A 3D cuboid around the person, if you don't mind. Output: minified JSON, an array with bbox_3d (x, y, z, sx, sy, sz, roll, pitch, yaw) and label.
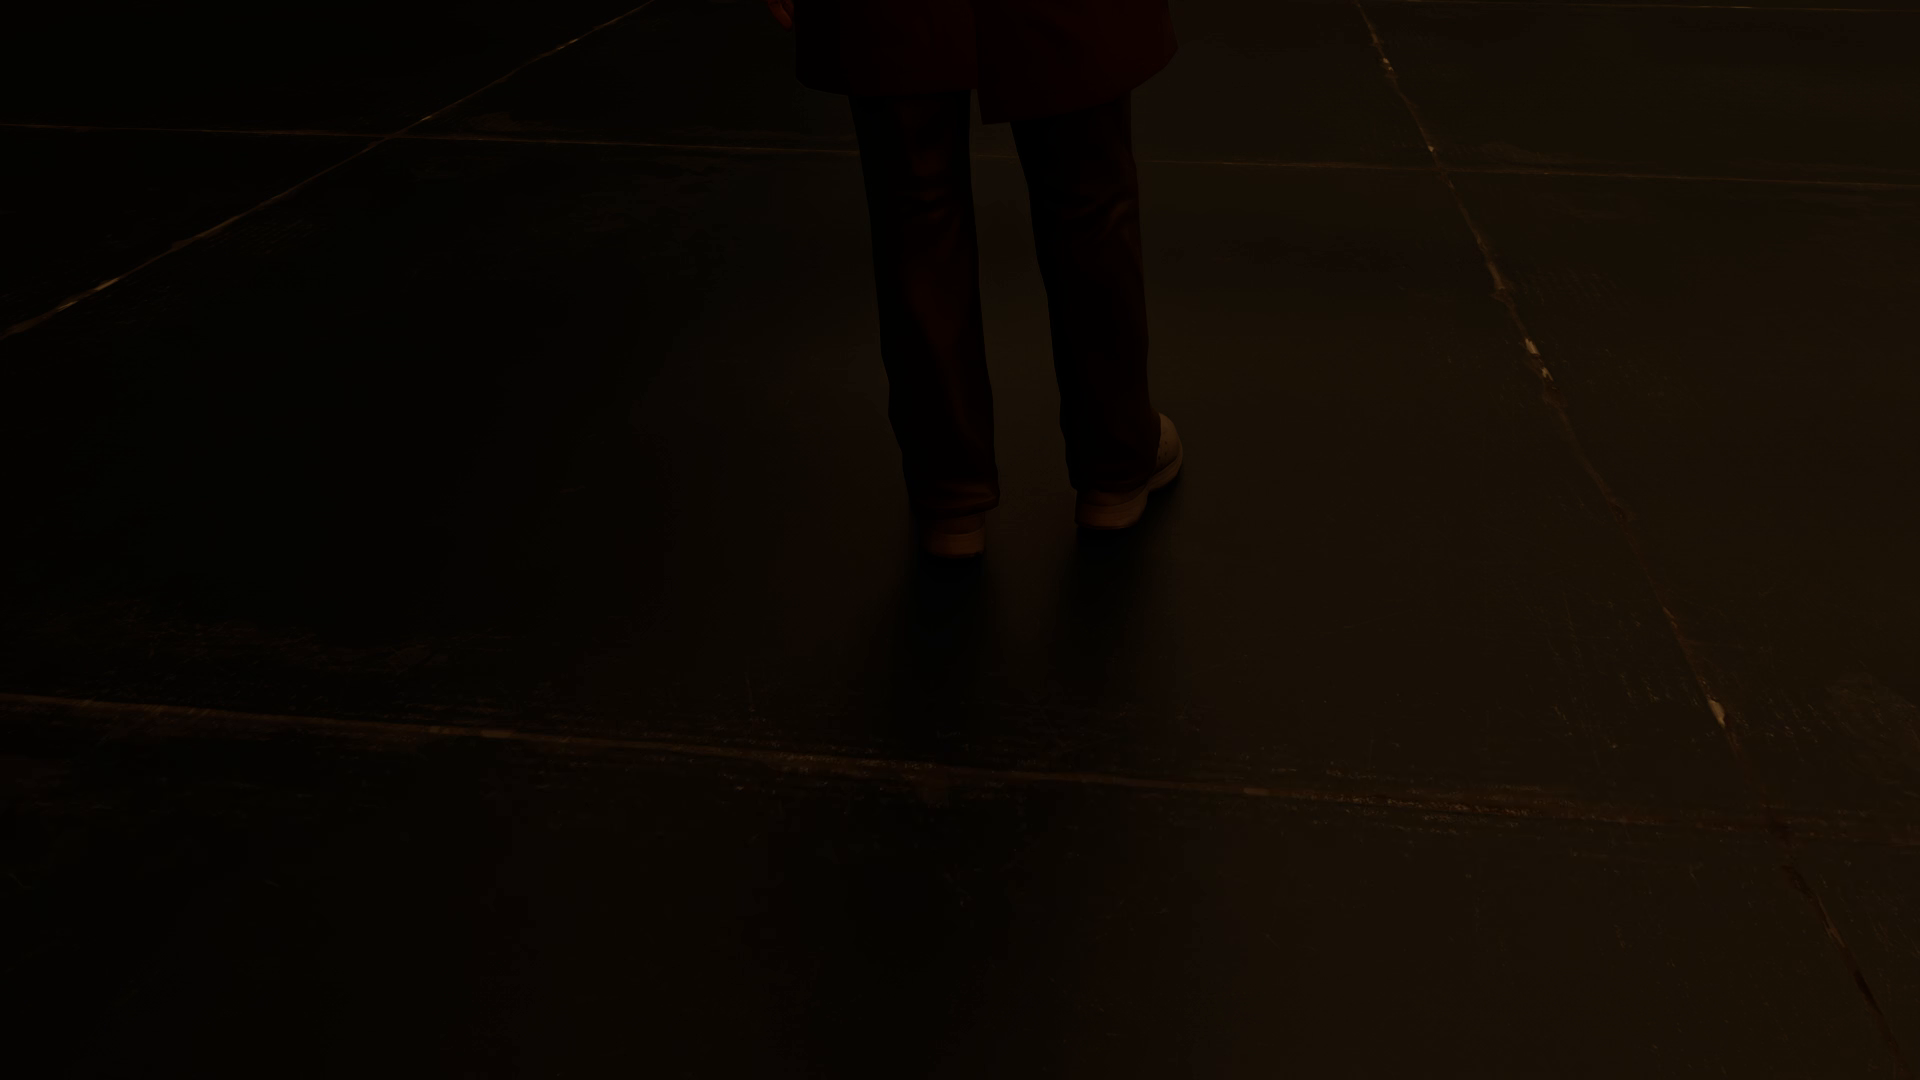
[{"bbox_3d":[0.017,-0.842,2.180,0.694,1.776,0.582,3,27,7],"label":"person"}]
